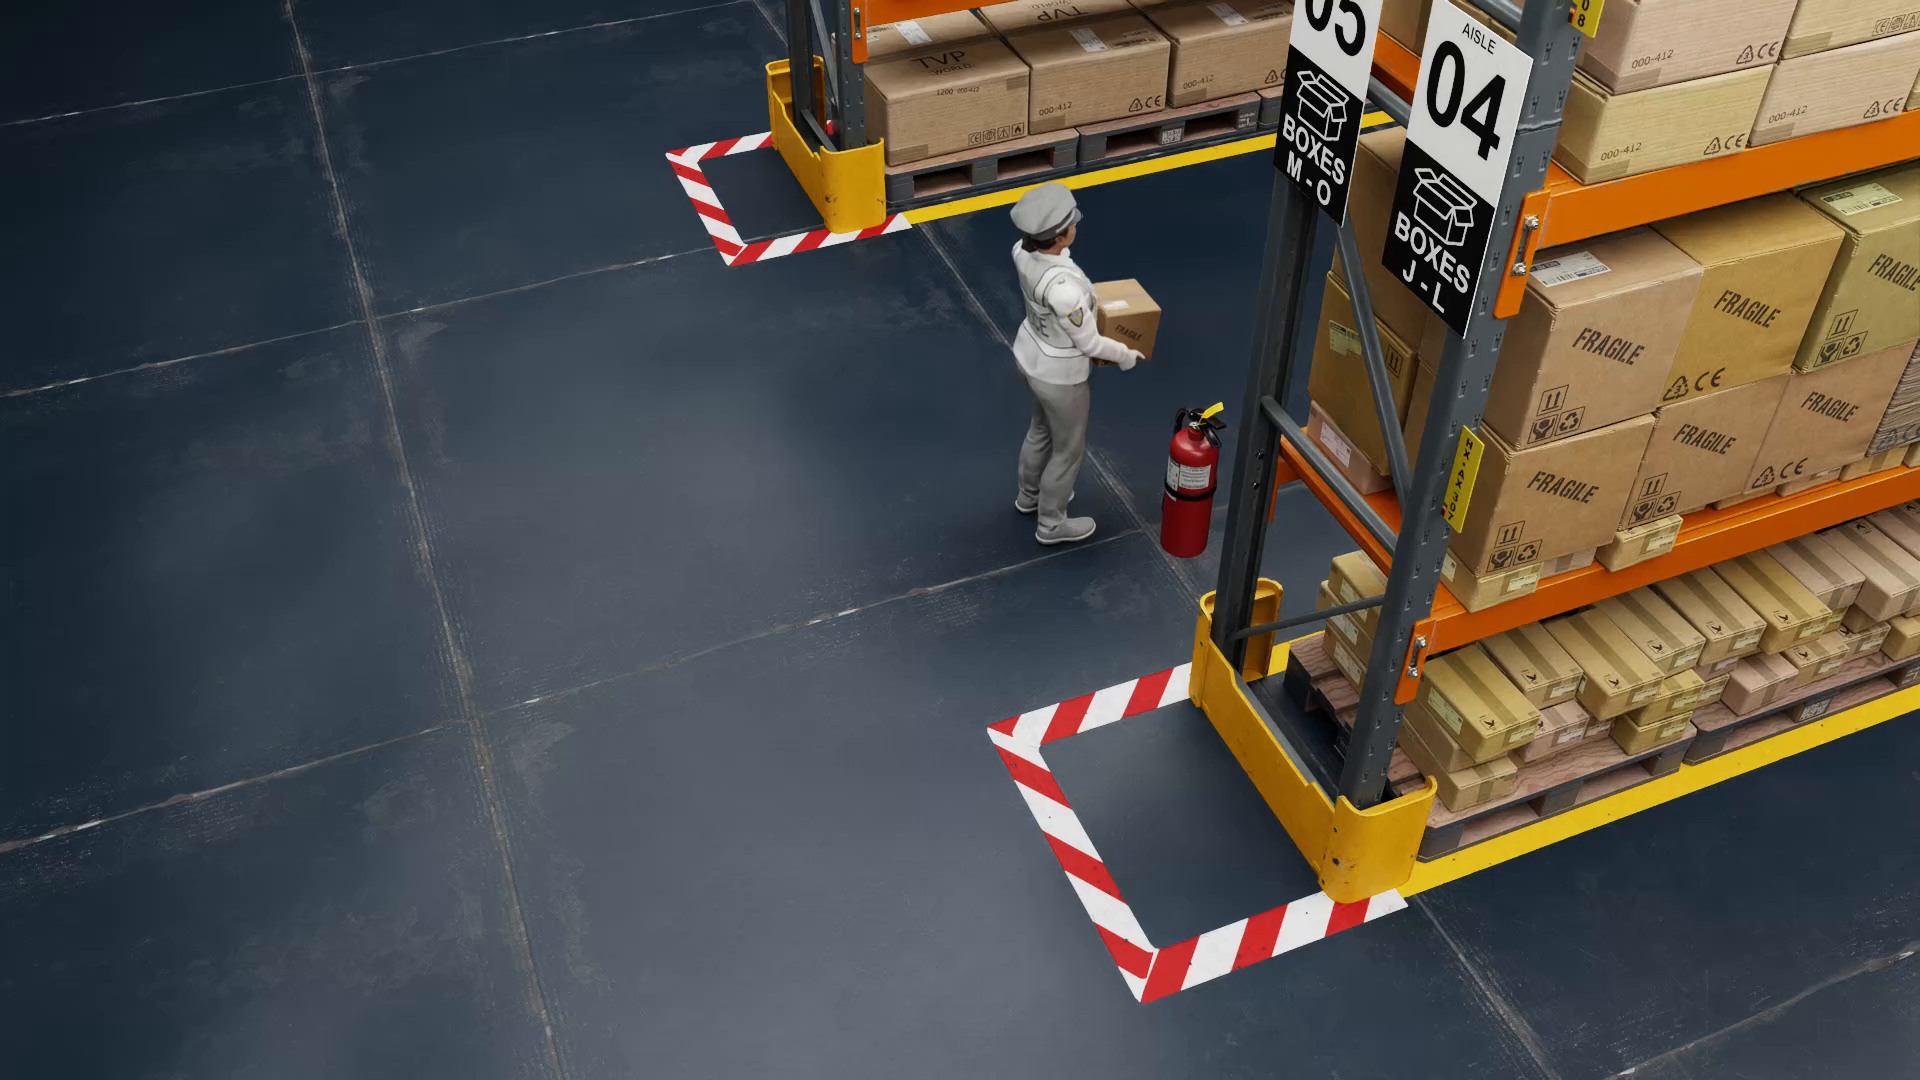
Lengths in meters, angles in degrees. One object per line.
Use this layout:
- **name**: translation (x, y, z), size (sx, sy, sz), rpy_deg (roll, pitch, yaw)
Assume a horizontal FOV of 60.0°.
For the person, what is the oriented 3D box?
- **person**: translation (0.468, -0.732, 6.957), size (0.540, 1.689, 0.460), rpy_deg (-15, 44, -16)
